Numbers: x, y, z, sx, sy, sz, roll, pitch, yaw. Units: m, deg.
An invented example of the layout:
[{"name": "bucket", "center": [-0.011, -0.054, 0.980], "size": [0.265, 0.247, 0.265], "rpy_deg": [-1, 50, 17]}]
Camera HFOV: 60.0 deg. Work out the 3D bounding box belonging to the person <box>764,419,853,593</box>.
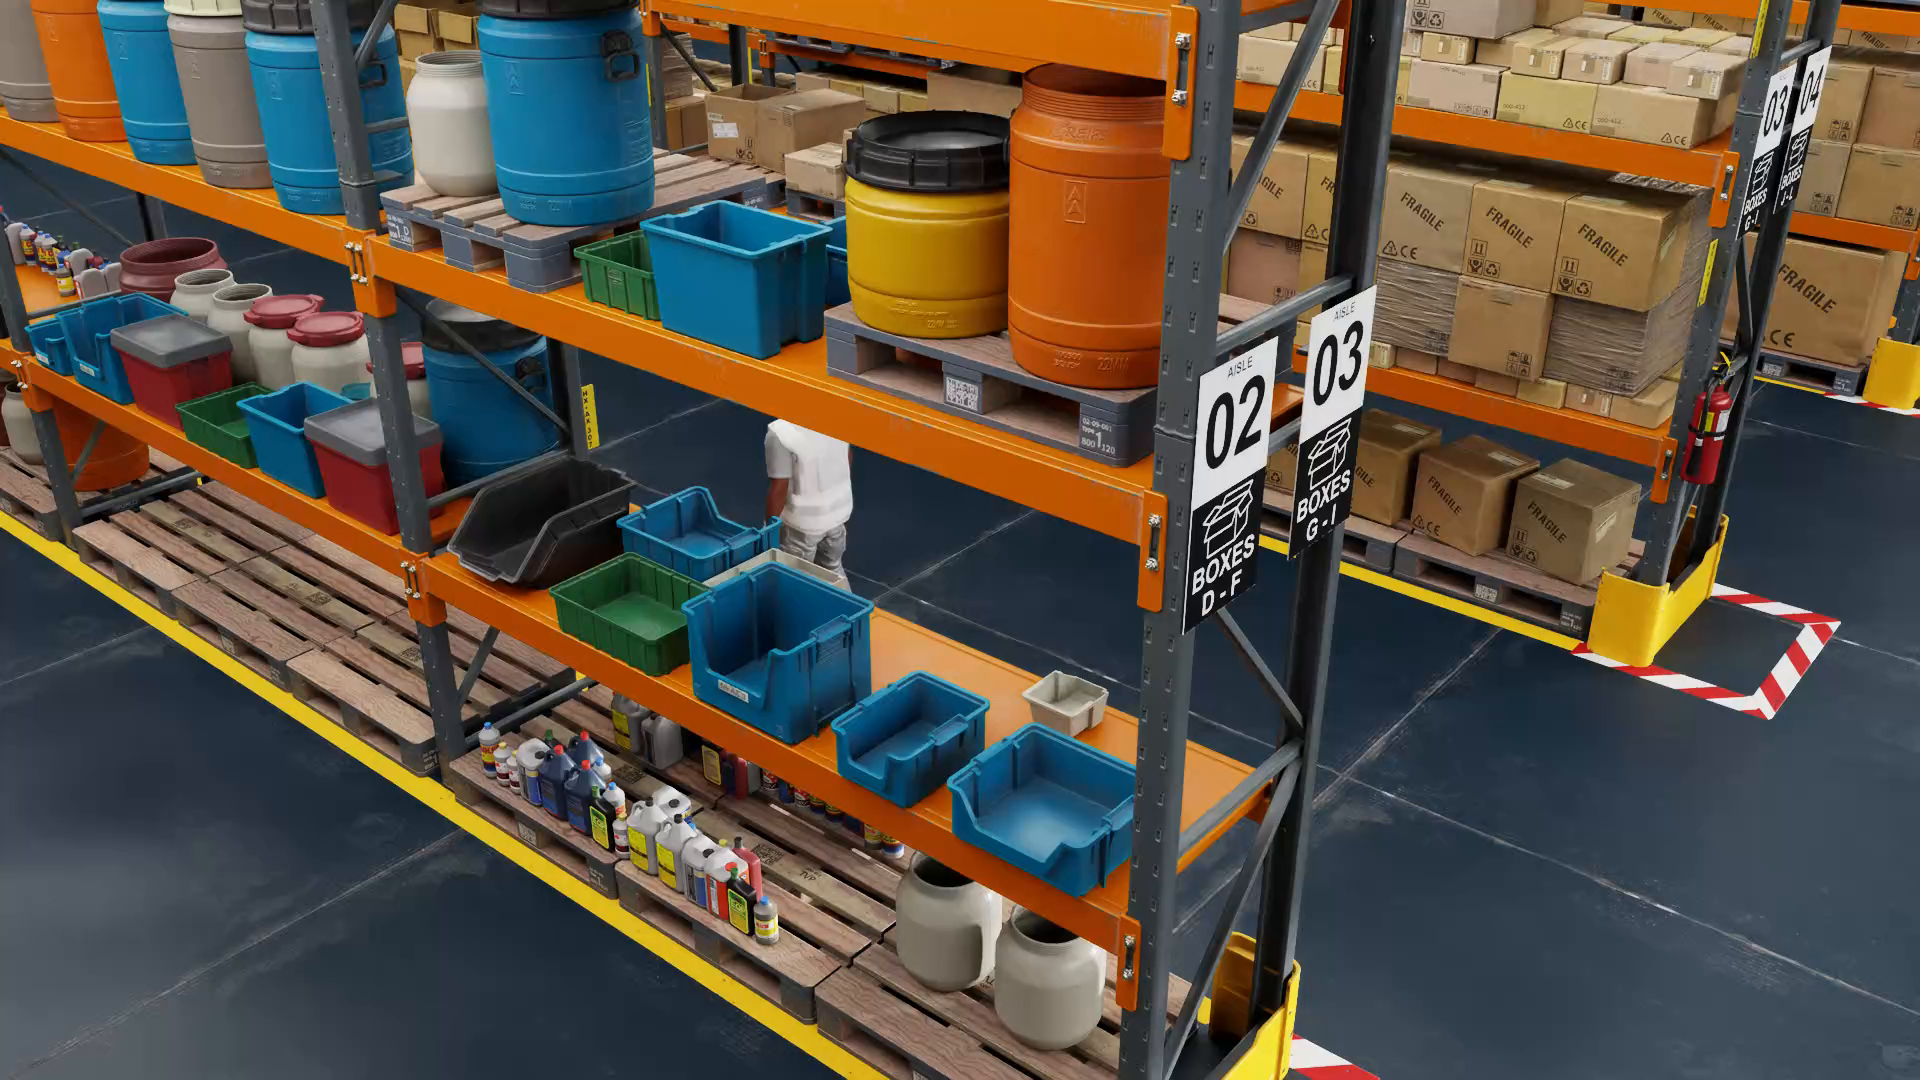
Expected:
[{"name": "person", "center": [-0.817, -0.150, 8.901], "size": [0.452, 1.773, 0.619], "rpy_deg": [20, 33, 34]}]
